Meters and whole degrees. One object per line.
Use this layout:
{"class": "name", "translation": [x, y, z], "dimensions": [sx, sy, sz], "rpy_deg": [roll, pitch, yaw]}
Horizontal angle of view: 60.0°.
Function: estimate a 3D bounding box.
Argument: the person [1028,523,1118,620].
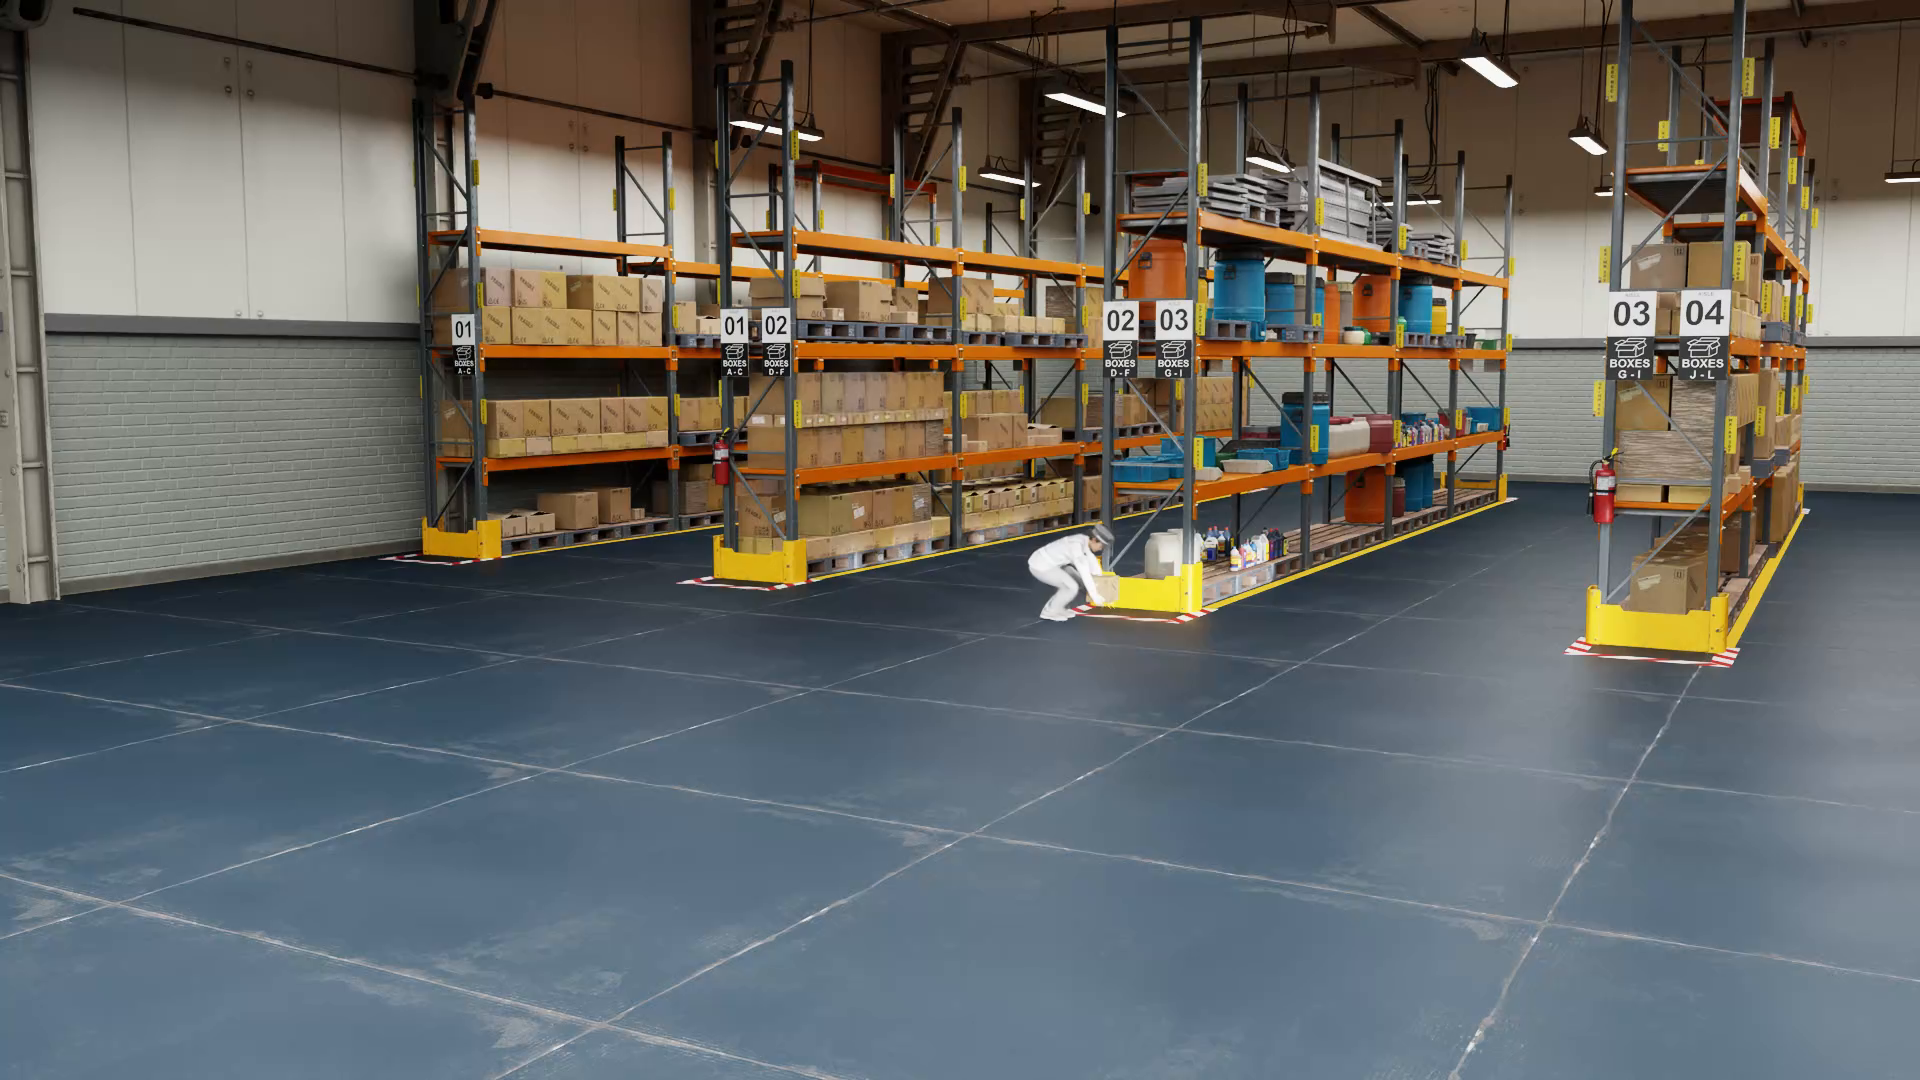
{"class": "person", "translation": [1.135, 0.314, 16.691], "dimensions": [0.903, 0.979, 0.467], "rpy_deg": [2, 6, 20]}
